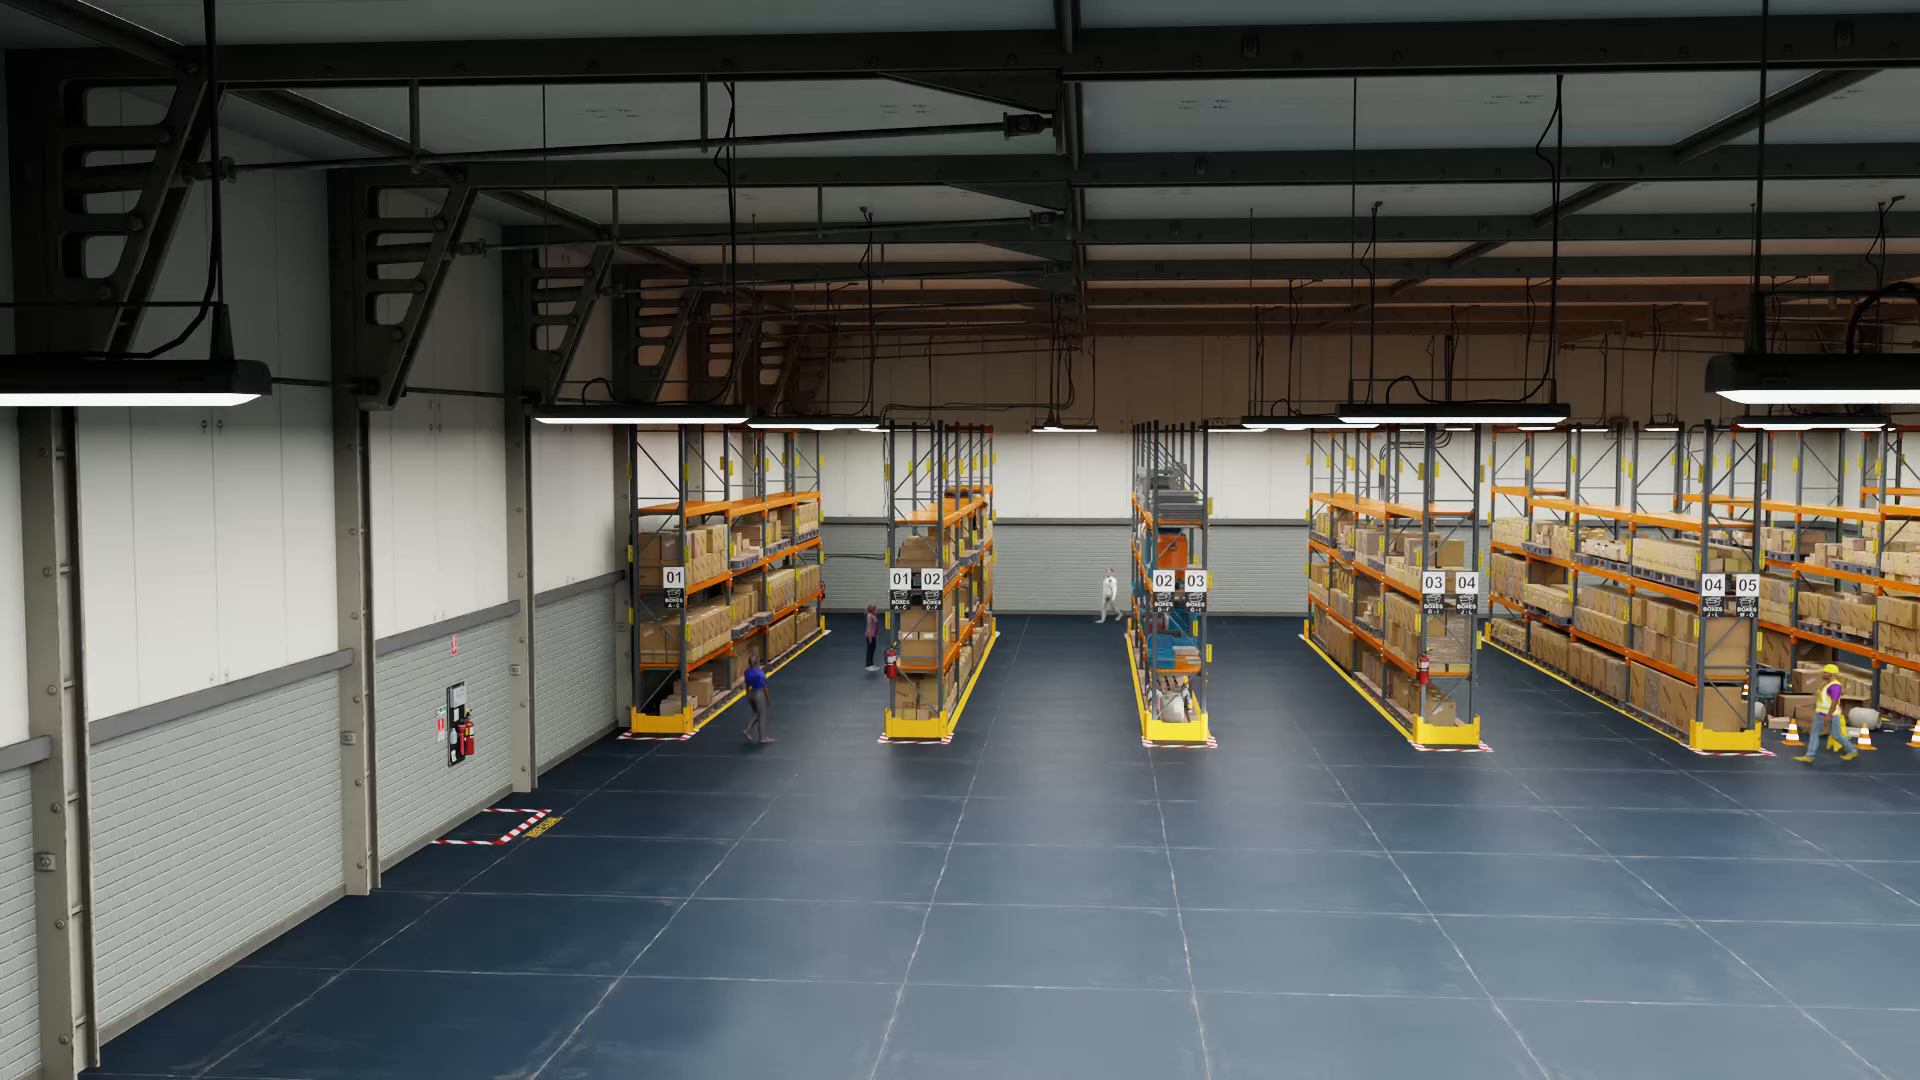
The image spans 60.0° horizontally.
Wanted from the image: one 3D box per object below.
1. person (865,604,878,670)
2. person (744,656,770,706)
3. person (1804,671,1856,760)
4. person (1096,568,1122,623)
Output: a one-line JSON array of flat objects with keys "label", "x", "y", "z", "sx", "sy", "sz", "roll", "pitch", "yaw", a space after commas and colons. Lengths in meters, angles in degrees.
[{"label": "person", "x": -2.143, "y": 2.337, "z": 40.086, "sx": 0.290, "sy": 1.607, "sz": 0.420, "roll": 1, "pitch": 4, "yaw": 12}, {"label": "person", "x": -3.802, "y": 2.620, "z": 30.909, "sx": 0.401, "sy": 0.977, "sz": 0.535, "roll": -4, "pitch": 5, "yaw": -44}, {"label": "person", "x": 15.193, "y": 3.016, "z": 28.935, "sx": 0.852, "sy": 1.641, "sz": 0.514, "roll": -1, "pitch": 4, "yaw": -15}, {"label": "person", "x": 4.550, "y": 1.686, "z": 50.647, "sx": 0.392, "sy": 1.659, "sz": 0.889, "roll": 3, "pitch": 5, "yaw": 43}]
